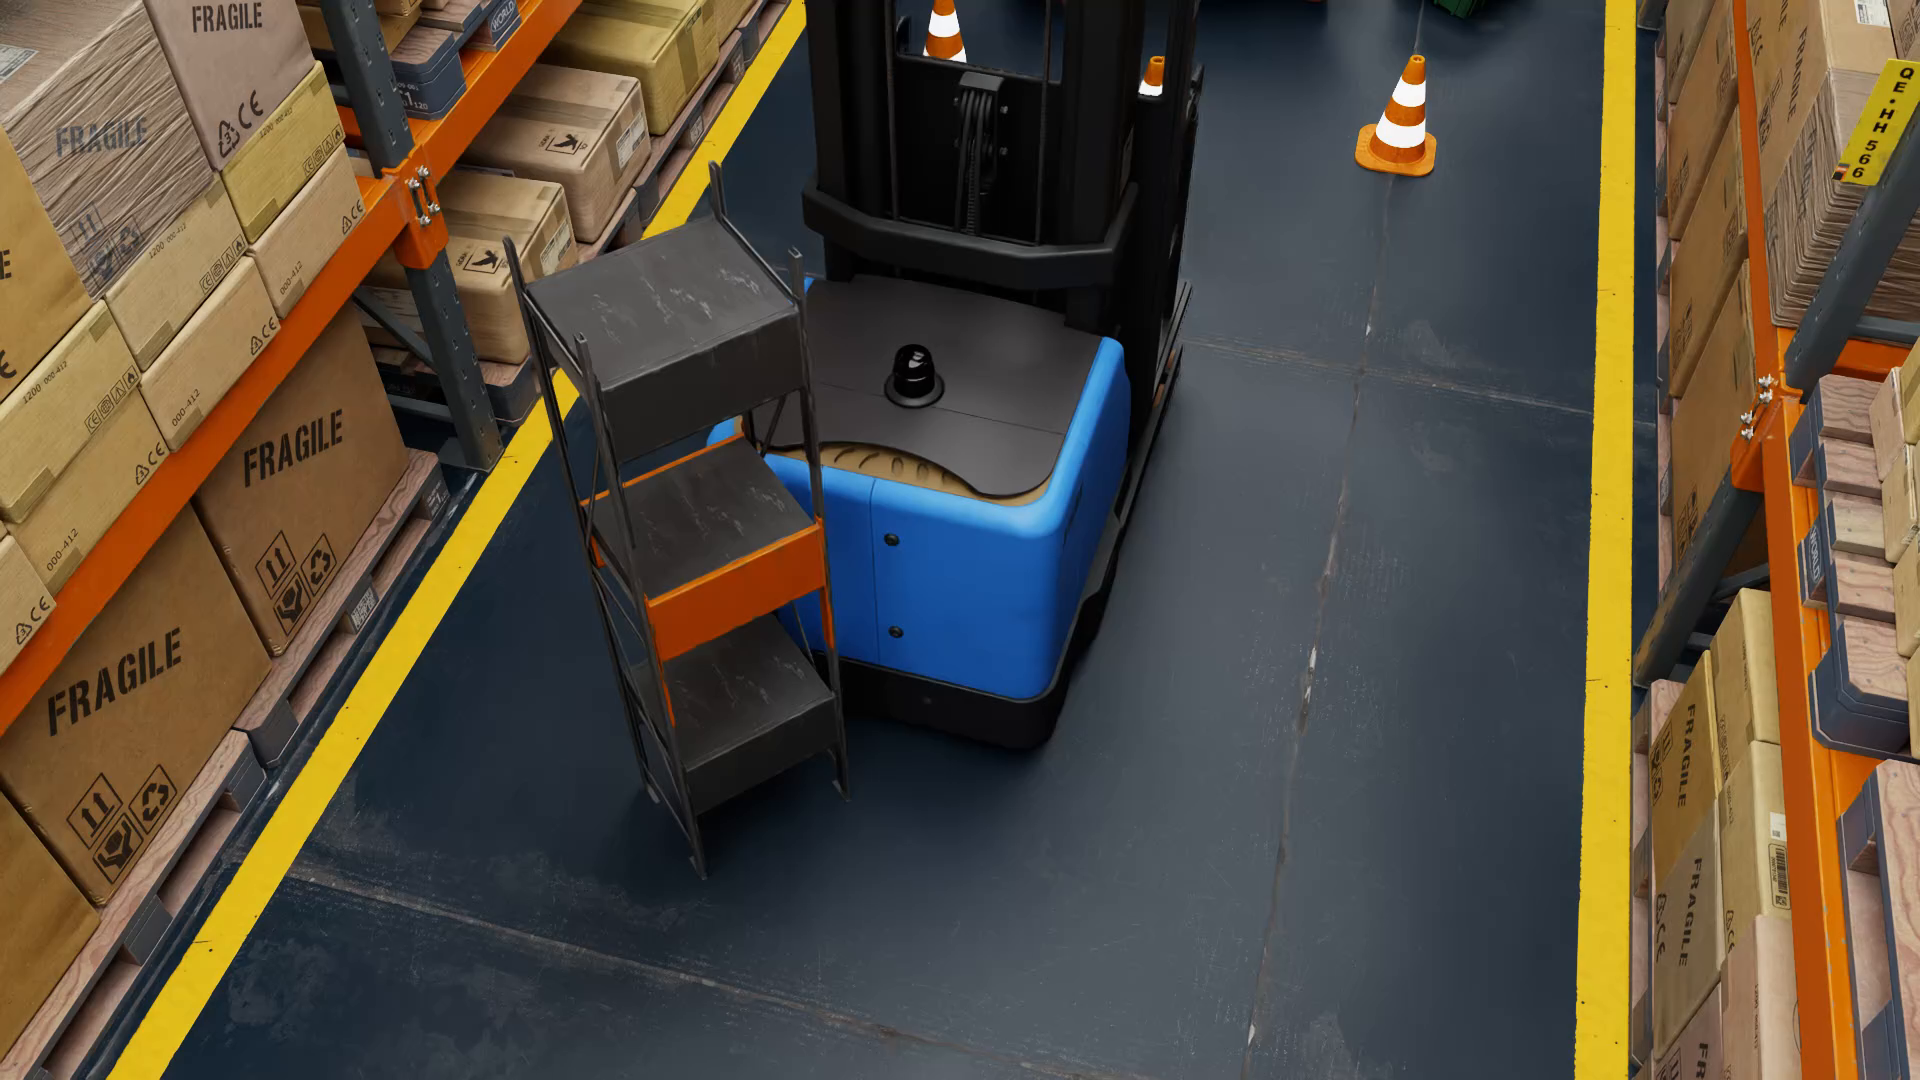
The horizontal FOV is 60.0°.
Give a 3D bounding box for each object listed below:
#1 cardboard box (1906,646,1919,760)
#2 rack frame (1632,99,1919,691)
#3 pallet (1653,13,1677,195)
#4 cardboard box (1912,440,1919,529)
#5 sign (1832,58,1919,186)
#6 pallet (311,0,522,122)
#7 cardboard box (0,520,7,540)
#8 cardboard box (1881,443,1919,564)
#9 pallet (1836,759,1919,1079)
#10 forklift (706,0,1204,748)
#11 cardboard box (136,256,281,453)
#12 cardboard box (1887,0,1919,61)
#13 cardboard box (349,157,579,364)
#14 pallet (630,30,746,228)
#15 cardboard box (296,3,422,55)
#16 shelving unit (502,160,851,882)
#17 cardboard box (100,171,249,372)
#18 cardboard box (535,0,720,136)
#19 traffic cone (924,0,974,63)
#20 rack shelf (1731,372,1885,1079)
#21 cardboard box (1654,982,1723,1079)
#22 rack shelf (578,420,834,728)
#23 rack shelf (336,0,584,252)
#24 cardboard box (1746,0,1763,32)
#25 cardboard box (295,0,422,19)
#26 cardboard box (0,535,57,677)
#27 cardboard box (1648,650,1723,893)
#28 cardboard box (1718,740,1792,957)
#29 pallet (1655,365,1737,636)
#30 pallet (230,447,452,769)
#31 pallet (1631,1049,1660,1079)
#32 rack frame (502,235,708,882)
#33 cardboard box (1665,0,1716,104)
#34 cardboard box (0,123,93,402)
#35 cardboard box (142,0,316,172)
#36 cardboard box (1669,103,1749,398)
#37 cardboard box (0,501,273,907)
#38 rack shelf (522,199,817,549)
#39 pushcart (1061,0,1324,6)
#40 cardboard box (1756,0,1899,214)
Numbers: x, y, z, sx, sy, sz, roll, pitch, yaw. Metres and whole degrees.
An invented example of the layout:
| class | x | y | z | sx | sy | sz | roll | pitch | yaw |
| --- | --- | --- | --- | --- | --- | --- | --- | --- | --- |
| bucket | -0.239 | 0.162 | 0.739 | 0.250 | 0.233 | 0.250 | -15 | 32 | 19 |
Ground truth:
| class | x | y | z | sx | sy | sz | roll | pitch | yaw |
| --- | --- | --- | --- | --- | --- | --- | --- | --- | --- |
| cardboard box | 2.131 | 0.348 | 3.330 | 0.380 | 0.149 | 0.250 | 14 | 50 | 12 |
| rack frame | 2.654 | -0.465 | 4.160 | 1.000 | 3.000 | 0.127 | 12 | 50 | 10 |
| pallet | 3.577 | -1.863 | 7.253 | 1.003 | 0.211 | 1.213 | 12 | 50 | 10 |
| cardboard box | 2.264 | -0.113 | 3.538 | 0.380 | 0.149 | 0.250 | 14 | 50 | 12 |
| sign | 2.118 | -0.955 | 3.820 | 0.100 | 0.325 | 0.005 | 12 | 50 | 10 |
| pallet | -2.063 | -1.842 | 5.503 | 1.213 | 0.211 | 1.003 | 12 | 50 | 10 |
| cardboard box | -2.413 | 0.037 | 3.483 | 0.500 | 0.250 | 0.500 | 10 | 49 | 9 |
| cardboard box | 2.271 | -0.043 | 3.675 | 0.380 | 0.149 | 0.250 | 14 | 50 | 12 |
| pallet | 2.173 | 1.038 | 2.961 | 1.003 | 0.211 | 1.213 | 12 | 50 | 10 |
| forklift | 0.198 | -1.464 | 5.087 | 1.130 | 2.935 | 3.031 | 13 | 50 | 11 |
| cardboard box | -2.150 | -0.530 | 4.317 | 0.500 | 0.250 | 0.500 | 12 | 50 | 11 |
| cardboard box | 2.914 | -1.518 | 4.355 | 0.700 | 0.500 | 0.500 | 11 | 49 | 9 |
| cardboard box | -1.990 | -1.045 | 6.144 | 0.950 | 0.372 | 0.625 | 9 | 49 | 7 |
| pallet | -1.618 | -1.891 | 7.278 | 1.003 | 0.211 | 1.213 | 12 | 50 | 10 |
| cardboard box | -1.883 | -1.623 | 5.069 | 0.380 | 0.149 | 0.250 | 9 | 49 | 8 |
| shelving unit | -0.650 | 0.077 | 4.281 | 0.503 | 2.100 | 0.431 | -26 | 53 | -21 |
| cardboard box | -2.162 | -0.713 | 4.145 | 0.500 | 0.250 | 0.500 | 10 | 49 | 9 |
| cardboard box | -1.598 | -2.128 | 7.100 | 0.950 | 0.372 | 0.625 | 13 | 50 | 11 |
| traffic cone | -0.071 | -2.249 | 7.427 | 0.336 | 0.463 | 0.334 | 12 | 50 | 10 |
| rack shelf | 2.128 | 1.220 | 3.153 | 1.077 | 0.370 | 4.000 | 12 | 50 | 10 |
| cardboard box | 1.962 | 1.421 | 3.882 | 0.500 | 0.500 | 0.500 | 10 | 49 | 9 |
| rack shelf | -0.650 | 0.086 | 4.292 | 0.480 | 0.518 | 0.431 | -26 | 53 | -21 |
| rack shelf | -1.621 | -2.577 | 6.504 | 1.077 | 0.370 | 4.000 | 12 | 50 | 10 |
| cardboard box | 2.909 | -1.971 | 5.422 | 0.500 | 0.500 | 0.500 | 12 | 50 | 11 |
| cardboard box | -1.806 | -1.919 | 4.898 | 0.500 | 0.500 | 0.500 | 10 | 49 | 9 |
| cardboard box | -2.405 | 0.206 | 3.668 | 0.500 | 0.250 | 0.500 | 11 | 49 | 9 |
| cardboard box | 2.222 | 0.684 | 4.532 | 0.500 | 0.500 | 0.500 | 10 | 49 | 8 |
| cardboard box | 2.106 | 0.793 | 3.937 | 0.500 | 0.250 | 0.500 | 11 | 49 | 10 |
| pallet | 2.934 | -0.098 | 5.695 | 1.003 | 0.211 | 1.213 | 12 | 50 | 10 |
| pallet | -2.428 | 0.109 | 5.513 | 1.003 | 0.211 | 1.213 | 12 | 50 | 10 |
| pallet | 2.124 | 1.902 | 3.930 | 1.003 | 0.211 | 1.213 | 12 | 50 | 10 |
| rack frame | -0.854 | 0.177 | 4.194 | 0.015 | 2.100 | 0.400 | -26 | 53 | -21 |
| cardboard box | 3.630 | -2.286 | 6.987 | 1.050 | 0.750 | 0.750 | 11 | 50 | 10 |
| cardboard box | -2.296 | -0.577 | 3.525 | 0.500 | 0.500 | 0.500 | 12 | 50 | 10 |
| cardboard box | -2.032 | -1.307 | 4.169 | 0.500 | 0.500 | 0.500 | 10 | 49 | 9 |
| cardboard box | 3.128 | -0.915 | 5.778 | 1.050 | 0.750 | 0.750 | 12 | 50 | 11 |
| cardboard box | -2.649 | 0.323 | 4.601 | 0.875 | 0.875 | 0.875 | 12 | 50 | 10 |
| rack shelf | -0.650 | -0.377 | 3.767 | 0.480 | 0.518 | 0.431 | -26 | 53 | -21 |
| pushcart | 1.118 | -2.981 | 8.129 | 1.648 | 0.377 | 0.936 | -4 | 49 | -3 |
| cardboard box | 2.646 | -1.237 | 4.775 | 0.500 | 0.500 | 0.500 | 12 | 50 | 10 |
